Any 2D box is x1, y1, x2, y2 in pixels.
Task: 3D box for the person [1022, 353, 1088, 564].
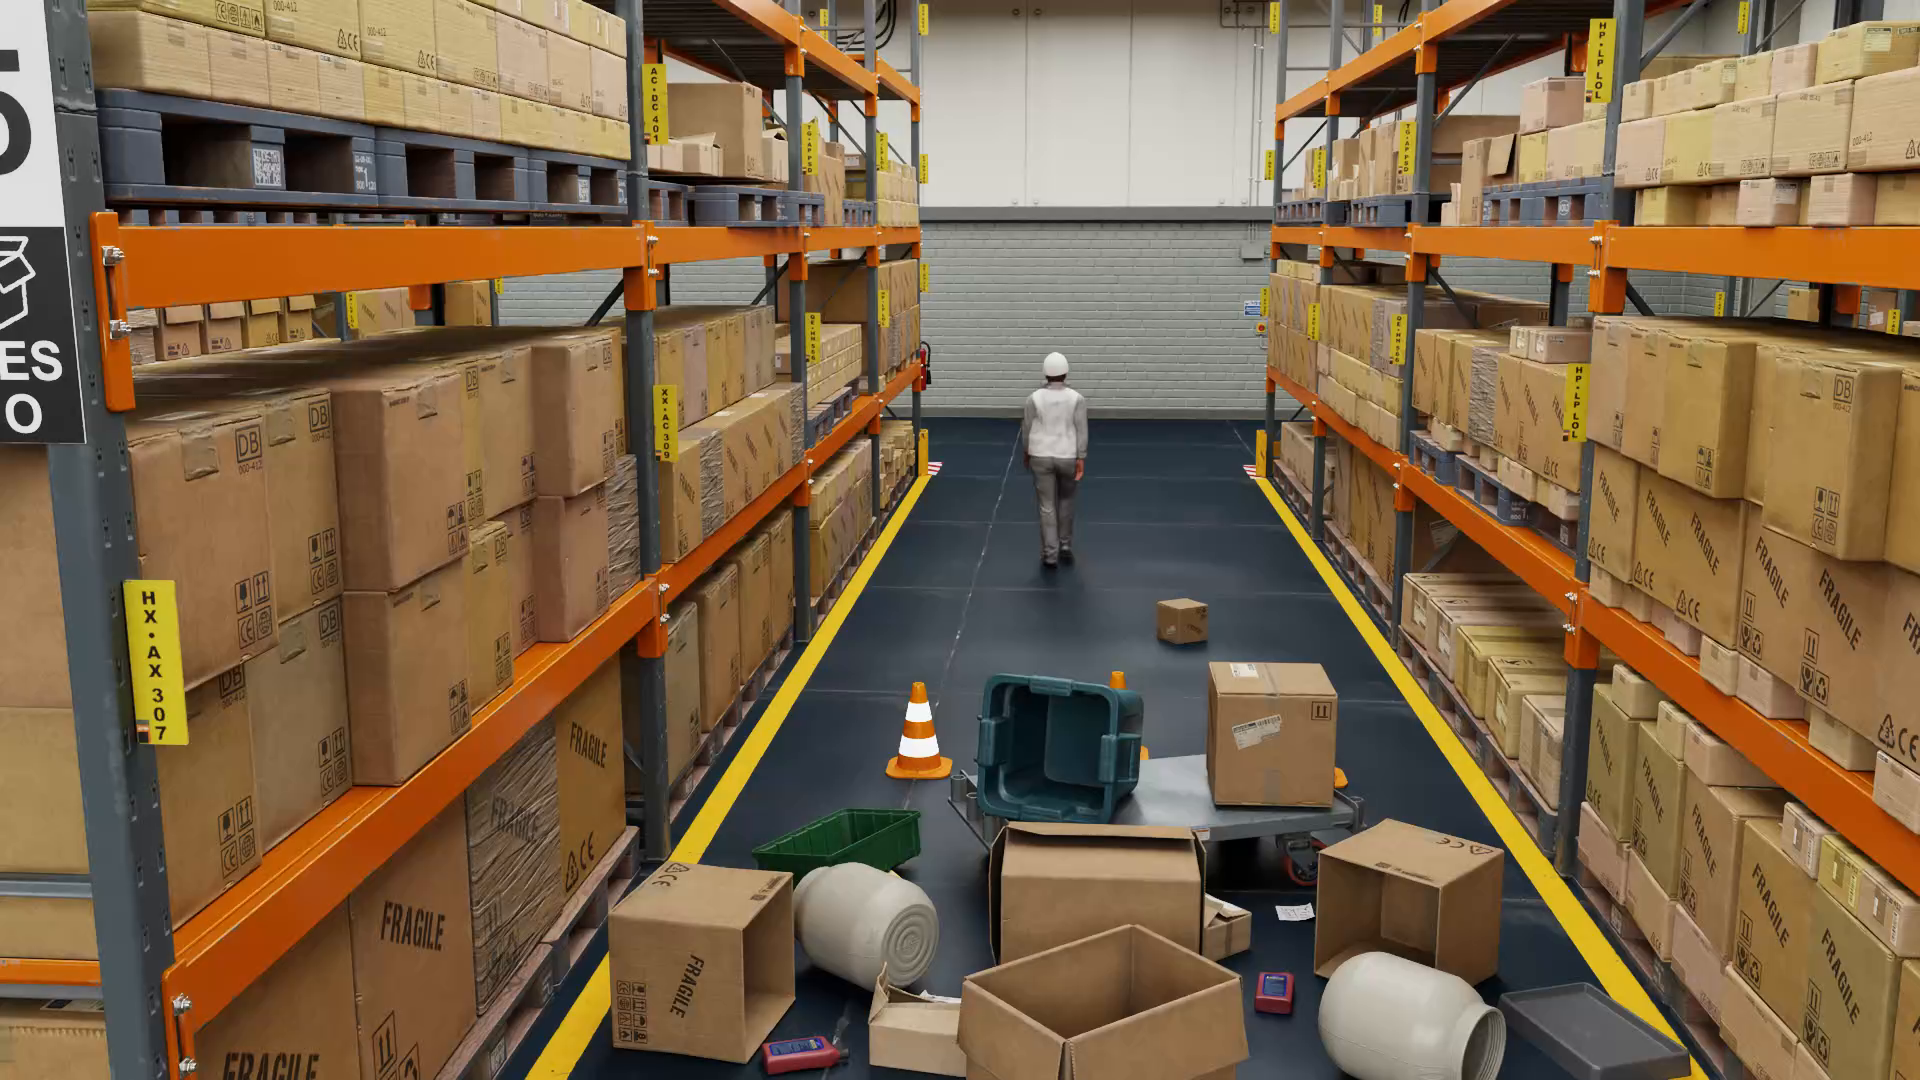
[{"bbox_3d":[0.787,-0.691,14.056,0.545,1.800,0.758,-1,11,-3],"label":"person"}]
